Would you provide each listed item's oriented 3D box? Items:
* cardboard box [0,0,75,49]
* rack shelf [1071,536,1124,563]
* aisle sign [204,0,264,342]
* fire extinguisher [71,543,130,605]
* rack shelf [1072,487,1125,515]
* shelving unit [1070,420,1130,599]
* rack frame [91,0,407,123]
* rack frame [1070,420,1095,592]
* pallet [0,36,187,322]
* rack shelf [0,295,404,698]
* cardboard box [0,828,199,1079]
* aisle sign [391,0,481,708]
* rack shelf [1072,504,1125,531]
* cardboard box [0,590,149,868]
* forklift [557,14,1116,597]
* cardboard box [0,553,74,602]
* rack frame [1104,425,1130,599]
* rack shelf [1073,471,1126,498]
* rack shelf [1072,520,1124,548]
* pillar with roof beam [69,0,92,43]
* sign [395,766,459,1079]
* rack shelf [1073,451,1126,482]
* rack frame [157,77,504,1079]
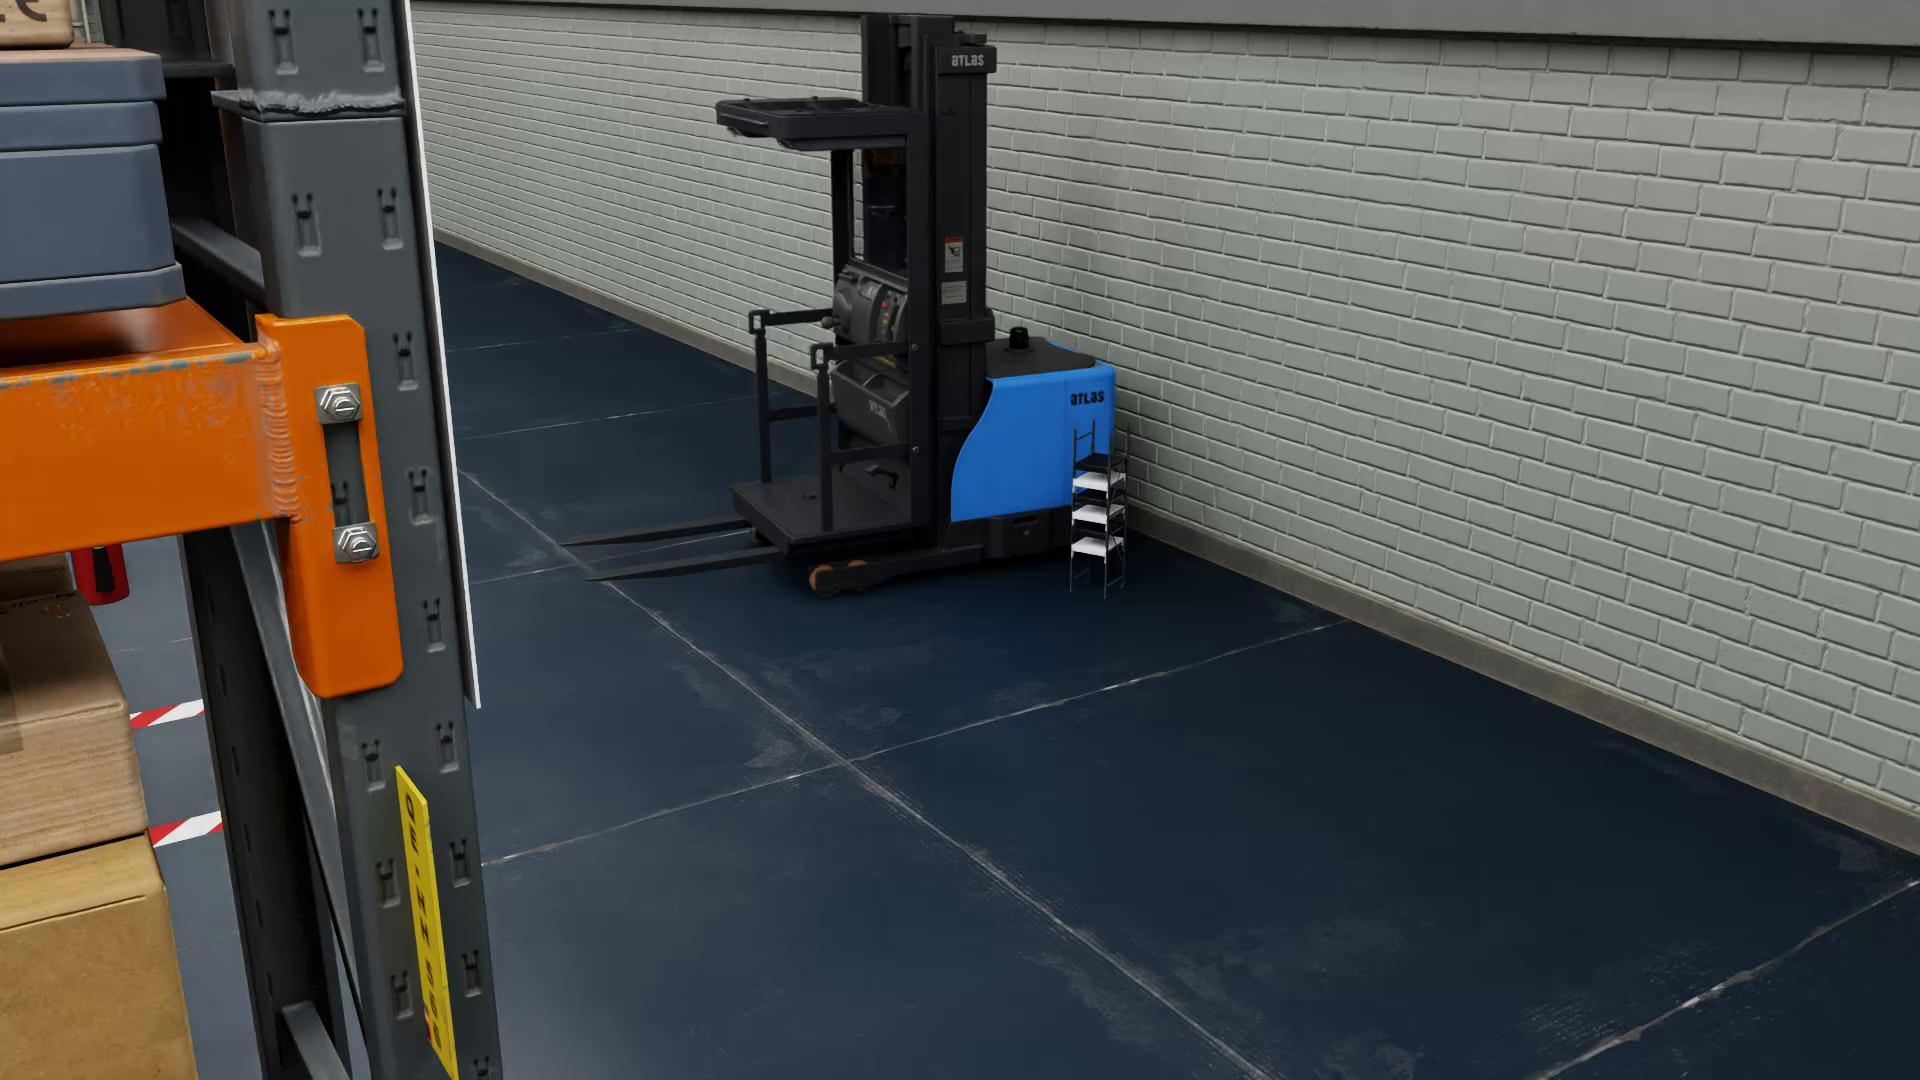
[{"bbox_3d":[-1.162,-0.584,1.526,0.500,0.250,0.500,-14,23,-36],"label":"cardboard box"},{"bbox_3d":[0.741,0.039,8.891,0.200,0.077,0.258,11,21,29],"label":"rack shelf"},{"bbox_3d":[-0.935,-0.412,2.222,0.004,0.787,0.394,-12,22,-31],"label":"aisle sign"},{"bbox_3d":[-3.179,-0.105,6.073,0.183,0.674,0.296,-12,22,-31],"label":"fire extinguisher"},{"bbox_3d":[0.741,-0.217,8.804,0.200,0.077,0.258,11,21,29],"label":"rack shelf"},{"bbox_3d":[0.741,-0.163,8.822,0.210,0.900,0.258,11,21,29],"label":"shelving unit"},{"bbox_3d":[-0.836,-1.933,1.411,0.127,3.000,1.000,-12,22,-31],"label":"rack frame"},{"bbox_3d":[0.654,-0.180,8.871,0.006,0.900,0.240,11,21,29],"label":"rack frame"},{"bbox_3d":[-1.450,-0.336,1.510,1.213,0.211,1.003,-12,22,-31],"label":"pallet"},{"bbox_3d":[-2.506,0.181,0.964,4.000,0.370,1.077,-12,22,-31],"label":"rack shelf"},{"bbox_3d":[-1.108,0.537,1.756,0.500,0.500,0.500,-11,22,-30],"label":"cardboard box"},{"bbox_3d":[-0.605,-0.252,1.747,0.004,0.787,0.394,-12,22,-31],"label":"aisle sign"},{"bbox_3d":[0.741,-0.132,8.833,0.200,0.077,0.258,11,21,29],"label":"rack shelf"},{"bbox_3d":[-1.026,0.198,1.746,0.250,0.149,0.380,-12,22,-31],"label":"cardboard box"},{"bbox_3d":[-0.673,-1.277,8.947,3.031,2.935,1.130,-9,20,-24],"label":"forklift"},{"bbox_3d":[-1.285,0.069,2.125,0.250,0.149,0.380,-11,22,-30],"label":"cardboard box"},{"bbox_3d":[0.829,-0.147,8.773,0.006,0.900,0.240,11,21,29],"label":"rack frame"},{"bbox_3d":[0.741,-0.302,8.775,0.200,0.077,0.258,11,21,29],"label":"rack shelf"},{"bbox_3d":[0.741,-0.046,8.862,0.200,0.077,0.258,11,21,29],"label":"rack shelf"},{"bbox_3d":[-10.312,-8.114,19.693,0.400,9.000,9.100,-12,22,-31],"label":"pillar with roof beam"},{"bbox_3d":[-0.549,0.396,1.712,0.005,0.325,0.100,-12,22,-31],"label":"sign"},{"bbox_3d":[0.741,-0.387,8.747,0.200,0.077,0.258,11,21,29],"label":"rack shelf"},{"bbox_3d":[-0.836,0.909,2.371,0.127,3.000,1.000,-12,22,-31],"label":"rack frame"}]
